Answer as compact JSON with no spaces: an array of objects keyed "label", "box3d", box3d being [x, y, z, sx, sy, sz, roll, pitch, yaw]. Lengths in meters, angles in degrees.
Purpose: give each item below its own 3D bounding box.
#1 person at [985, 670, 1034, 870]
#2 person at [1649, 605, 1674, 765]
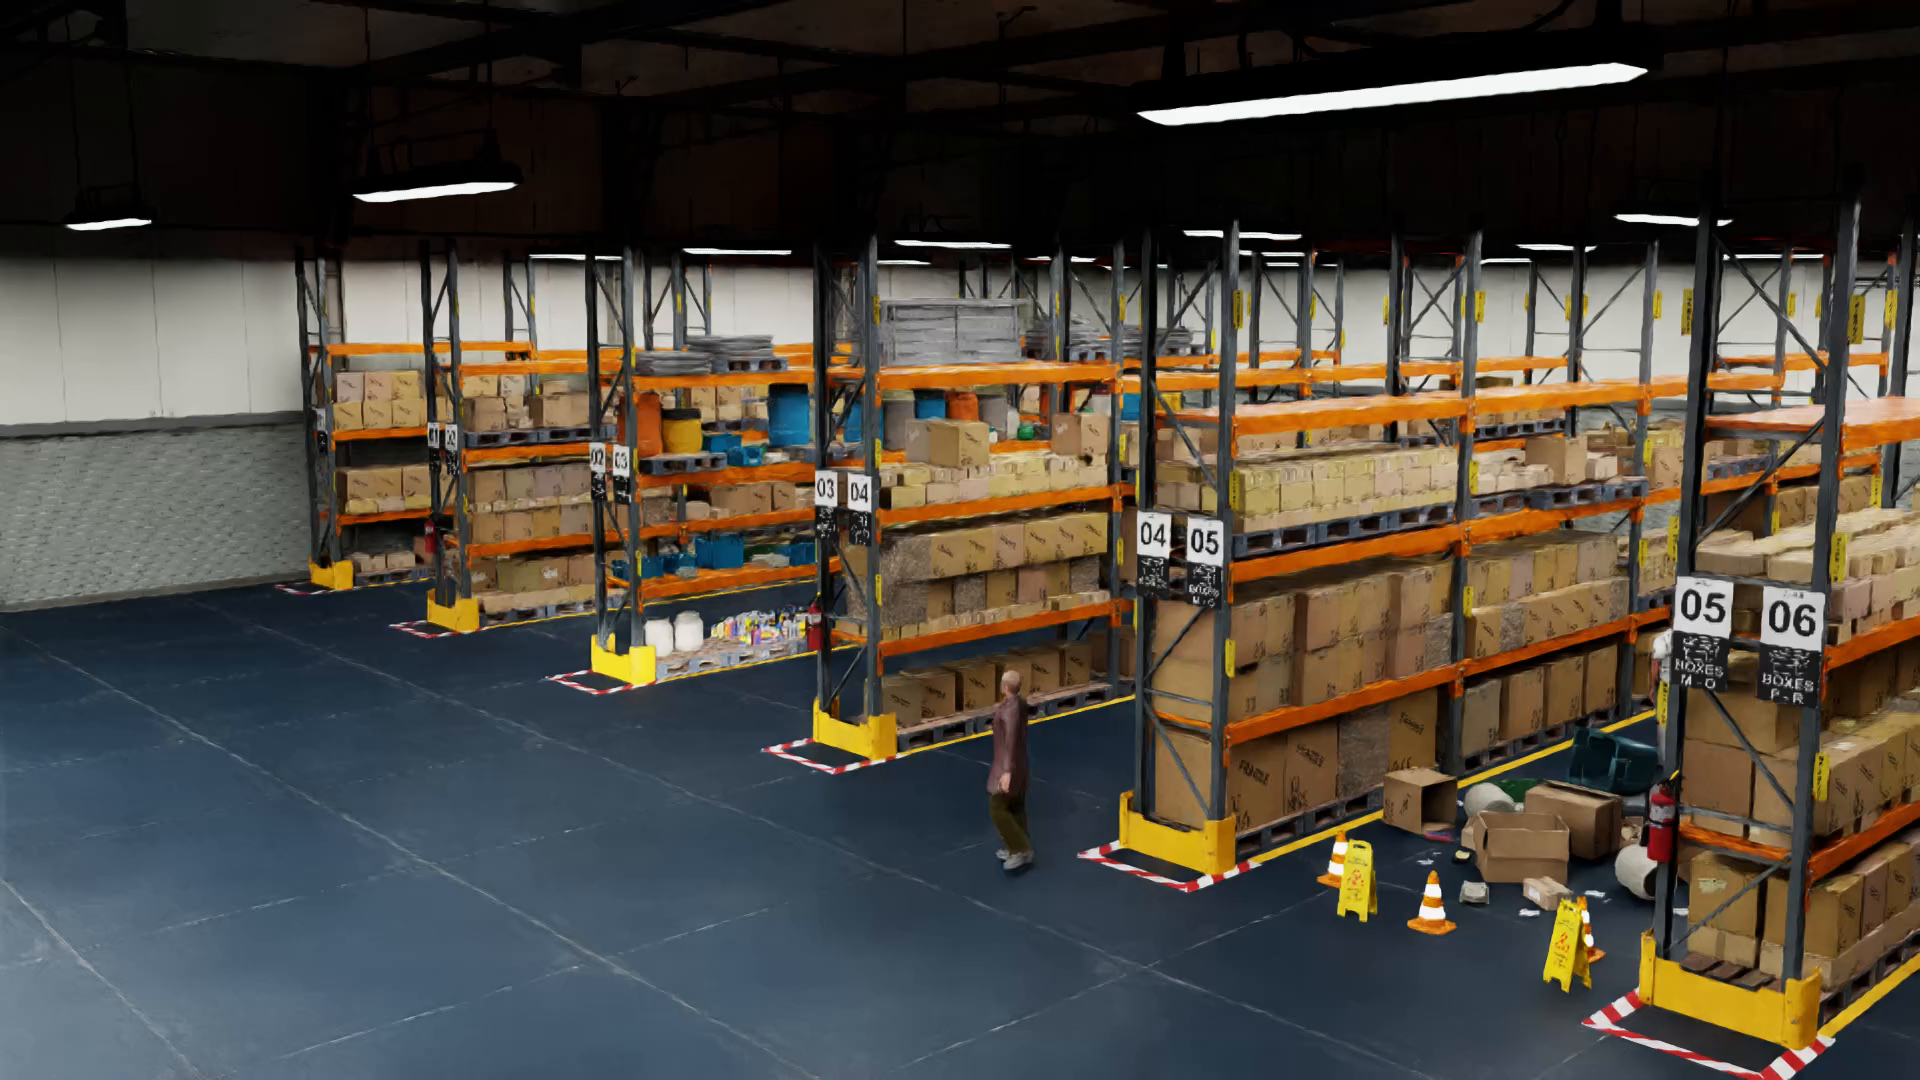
[{"label":"person","box3d":[0.472,2.074,15.127,0.454,1.773,0.687,2,9,15]},{"label":"person","box3d":[7.871,1.596,18.444,0.588,1.758,0.501,-2,9,-12]}]
